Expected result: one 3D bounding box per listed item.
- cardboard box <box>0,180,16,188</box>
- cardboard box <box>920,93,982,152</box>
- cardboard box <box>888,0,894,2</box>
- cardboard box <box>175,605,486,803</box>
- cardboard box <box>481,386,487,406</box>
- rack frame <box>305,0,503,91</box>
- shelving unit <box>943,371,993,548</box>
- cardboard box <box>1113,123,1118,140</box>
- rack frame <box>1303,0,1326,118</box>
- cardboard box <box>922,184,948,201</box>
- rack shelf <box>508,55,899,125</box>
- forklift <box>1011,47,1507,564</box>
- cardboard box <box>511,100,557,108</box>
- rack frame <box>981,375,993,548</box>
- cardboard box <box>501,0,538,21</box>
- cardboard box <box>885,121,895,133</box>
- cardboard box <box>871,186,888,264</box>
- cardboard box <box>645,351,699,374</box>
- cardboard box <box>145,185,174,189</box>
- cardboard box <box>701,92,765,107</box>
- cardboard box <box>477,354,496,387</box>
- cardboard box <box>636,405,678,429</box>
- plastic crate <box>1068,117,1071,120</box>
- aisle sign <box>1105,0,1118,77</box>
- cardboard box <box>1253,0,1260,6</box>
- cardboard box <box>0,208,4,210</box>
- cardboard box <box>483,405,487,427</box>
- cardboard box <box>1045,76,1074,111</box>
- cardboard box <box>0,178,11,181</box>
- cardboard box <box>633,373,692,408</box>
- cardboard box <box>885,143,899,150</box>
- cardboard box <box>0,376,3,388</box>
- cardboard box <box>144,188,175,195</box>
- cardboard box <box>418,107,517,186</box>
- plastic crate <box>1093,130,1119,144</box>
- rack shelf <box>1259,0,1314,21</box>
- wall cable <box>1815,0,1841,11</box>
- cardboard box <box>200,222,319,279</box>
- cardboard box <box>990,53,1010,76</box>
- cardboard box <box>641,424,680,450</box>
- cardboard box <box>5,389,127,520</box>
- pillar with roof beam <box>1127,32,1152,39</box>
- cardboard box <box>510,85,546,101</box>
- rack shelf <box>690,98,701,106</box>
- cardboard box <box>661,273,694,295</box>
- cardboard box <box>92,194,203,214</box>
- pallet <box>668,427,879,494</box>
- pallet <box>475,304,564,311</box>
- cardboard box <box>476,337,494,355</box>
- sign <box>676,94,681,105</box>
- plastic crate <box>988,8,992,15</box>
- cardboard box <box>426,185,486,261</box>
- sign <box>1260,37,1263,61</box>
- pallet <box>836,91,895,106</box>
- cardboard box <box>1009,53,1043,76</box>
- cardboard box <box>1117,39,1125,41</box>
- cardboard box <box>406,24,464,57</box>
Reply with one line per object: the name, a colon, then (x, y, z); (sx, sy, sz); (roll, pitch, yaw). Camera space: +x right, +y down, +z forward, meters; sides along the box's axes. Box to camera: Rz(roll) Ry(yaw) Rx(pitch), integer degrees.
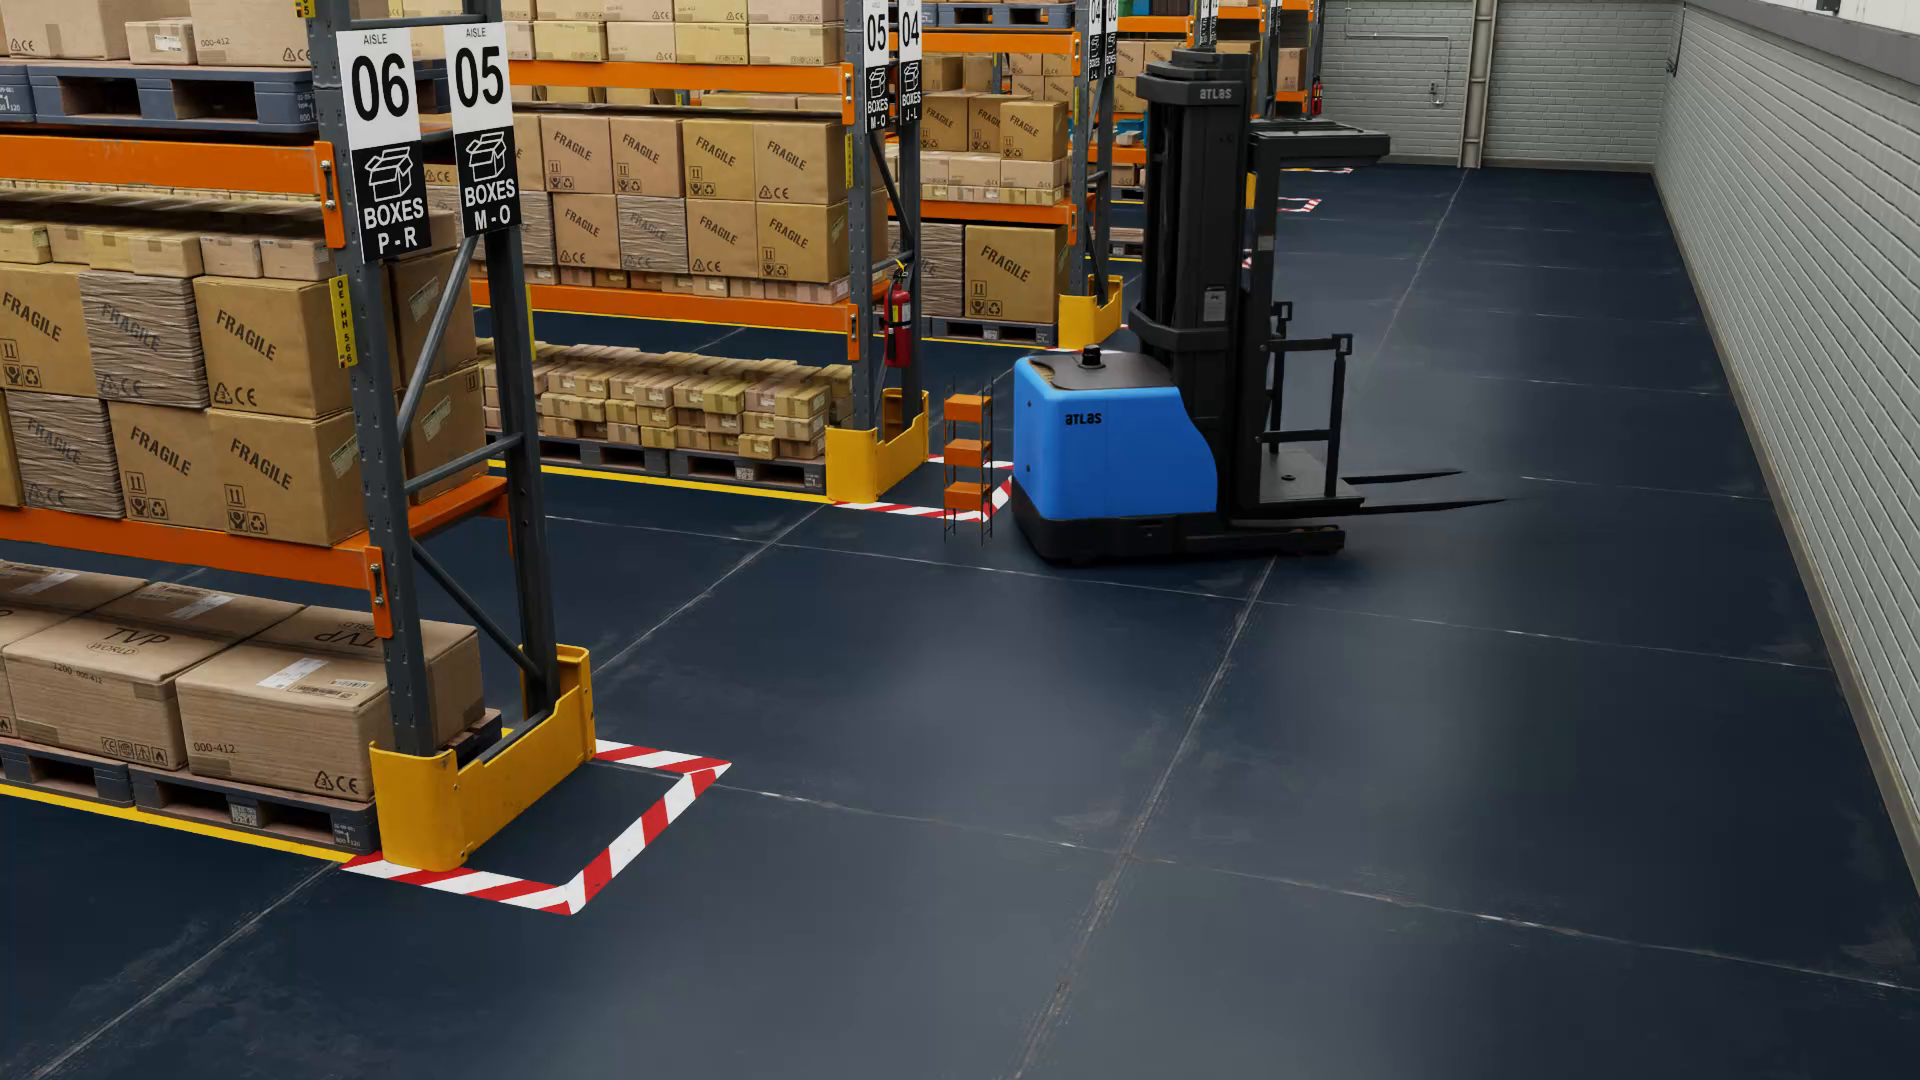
cardboard box: (-7.400, -2.783, 13.117); (0.250, 0.149, 0.380); (8, 21, 21)
cardboard box: (-0.096, -4.041, 16.071); (0.500, 0.500, 0.500); (6, 20, 17)
cardboard box: (-0.833, -5.288, 15.514); (0.500, 0.500, 0.700); (7, 21, 20)
cardboard box: (-2.676, 0.680, 7.147); (0.875, 0.438, 0.875); (6, 20, 16)
cardboard box: (-3.521, -1.113, 12.277); (0.250, 0.149, 0.380); (6, 20, 18)
rack frame: (-2.019, -3.125, 5.692); (0.127, 3.000, 1.000); (7, 20, 18)
shelving unit: (0.051, -0.490, 10.210); (0.252, 1.050, 0.215); (7, 20, 18)
cardboard box: (3.004, -7.331, 30.032); (0.500, 0.500, 0.700); (7, 20, 19)
rack frame: (6.109, -7.993, 28.774); (0.127, 3.000, 1.000); (7, 20, 18)
cardboard box: (-0.177, -3.300, 15.692); (0.250, 0.149, 0.380); (6, 20, 17)
rack shelf: (-2.380, -3.135, 11.370); (4.000, 0.370, 1.077); (7, 20, 18)
forklift: (1.894, -1.453, 10.116); (3.031, 2.935, 1.130); (-3, 19, -9)
cardboard box: (-3.246, -2.913, 12.076); (0.500, 0.500, 0.500); (6, 20, 16)
rack frame: (0.166, -0.477, 10.172); (0.008, 1.050, 0.200); (7, 20, 18)
cardboard box: (-2.953, -3.615, 11.124); (0.500, 0.250, 0.500); (7, 20, 19)
cardboard box: (-1.087, -6.556, 26.641); (0.500, 0.250, 0.500); (6, 20, 17)
cardboard box: (-0.824, -2.164, 11.446); (0.500, 0.500, 0.500); (8, 21, 21)
cardboard box: (-2.123, -1.273, 12.284); (0.250, 0.149, 0.380); (7, 20, 19)
cardboard box: (-5.943, -2.758, 12.595); (0.250, 0.149, 0.380); (6, 20, 16)
cardboard box: (-2.177, -4.098, 16.234); (0.500, 0.500, 0.500); (7, 20, 18)
cardboard box: (-3.516, -1.245, 12.203); (0.250, 0.149, 0.380); (6, 20, 17)
cardboard box: (-2.067, -0.910, 11.694); (0.250, 0.149, 0.380); (7, 20, 19)
plastic crate: (1.206, -5.166, 20.826); (0.300, 0.233, 0.416); (7, 20, 18)
aisle sign: (1.399, -4.686, 15.336); (0.004, 0.787, 0.394); (7, 20, 18)
cardboard box: (4.085, -7.933, 24.271); (0.500, 0.250, 0.500); (7, 20, 18)
cardboard box: (-4.152, -1.264, 6.813); (0.250, 0.149, 0.380); (7, 20, 18)
cardboard box: (-3.527, -0.947, 12.253); (0.250, 0.149, 0.380); (6, 20, 18)
cardboard box: (1.586, -6.738, 25.020); (0.500, 0.500, 0.500); (7, 20, 19)
cardboard box: (-7.420, -2.928, 13.082); (0.250, 0.149, 0.380); (6, 20, 17)
cardboard box: (-2.074, -1.046, 11.632); (0.250, 0.149, 0.380); (7, 21, 20)
cardboard box: (-0.593, -3.743, 16.355); (0.500, 0.250, 0.500); (6, 20, 17)
cardboard box: (-3.997, -0.946, 6.885); (0.500, 0.500, 0.500); (6, 20, 18)
cardboard box: (-5.956, -2.617, 12.641); (0.250, 0.149, 0.380); (7, 20, 18)
cardboard box: (-3.428, -2.758, 11.631); (0.500, 0.500, 0.500); (6, 20, 16)
plastic crate: (1.759, -4.884, 20.164); (0.243, 0.136, 0.396); (7, 20, 18)
rack shelf: (4.220, -9.286, 29.018); (4.000, 0.370, 1.077); (7, 20, 18)
wall cable: (5.443, -6.042, 9.175); (0.120, 5.999, 2.277); (7, 20, 18)
cardboard box: (-2.672, -1.114, 6.381); (0.250, 0.149, 0.380); (7, 20, 19)
cardboard box: (0.855, -8.703, 30.175); (0.500, 0.500, 0.500); (7, 20, 18)
cardboard box: (-2.052, -0.768, 11.739); (0.250, 0.149, 0.380); (6, 20, 16)
cardboard box: (-3.520, -0.420, 6.896); (0.500, 0.500, 0.500); (7, 20, 20)
pillar with roof beam: (1.863, -10.113, 25.740); (0.400, 9.000, 9.100); (7, 20, 18)
cardboard box: (-4.388, -4.532, 17.169); (0.637, 0.503, 0.797); (7, 20, 20)
rack shelf: (-4.959, -7.193, 27.571); (4.000, 0.370, 1.077); (7, 20, 18)
cardboard box: (-1.843, -1.789, 11.357); (0.250, 0.149, 0.380); (6, 20, 16)
cardboard box: (-3.484, -1.387, 7.163); (0.250, 0.149, 0.380); (7, 20, 19)
pallet: (-1.318, -0.632, 11.892); (1.213, 0.211, 1.003); (7, 20, 18)
pallet: (-4.456, -2.679, 17.766); (1.213, 0.211, 1.003); (7, 20, 18)
cardboard box: (-3.593, -1.434, 12.746); (0.250, 0.149, 0.380); (7, 20, 19)
sign: (-2.715, -4.145, 16.094); (0.005, 0.325, 0.100); (7, 20, 18)
plastic crate: (0.163, -6.480, 20.075); (0.590, 0.269, 0.497); (7, 20, 18)
cardboard box: (-3.414, -2.278, 11.775); (0.500, 0.500, 0.500); (7, 20, 18)
sign: (4.286, -6.978, 23.622); (0.005, 0.325, 0.100); (7, 20, 18)
pallet: (-1.231, -7.018, 26.266); (1.213, 0.211, 1.003); (7, 20, 18)
cardboard box: (1.062, -7.266, 25.015); (0.500, 0.500, 0.500); (7, 20, 19)
cardboard box: (2.232, -7.321, 25.174); (0.500, 0.500, 0.500); (7, 20, 18)
cardboard box: (-3.442, -3.436, 11.370); (0.500, 0.250, 0.500); (6, 20, 17)
